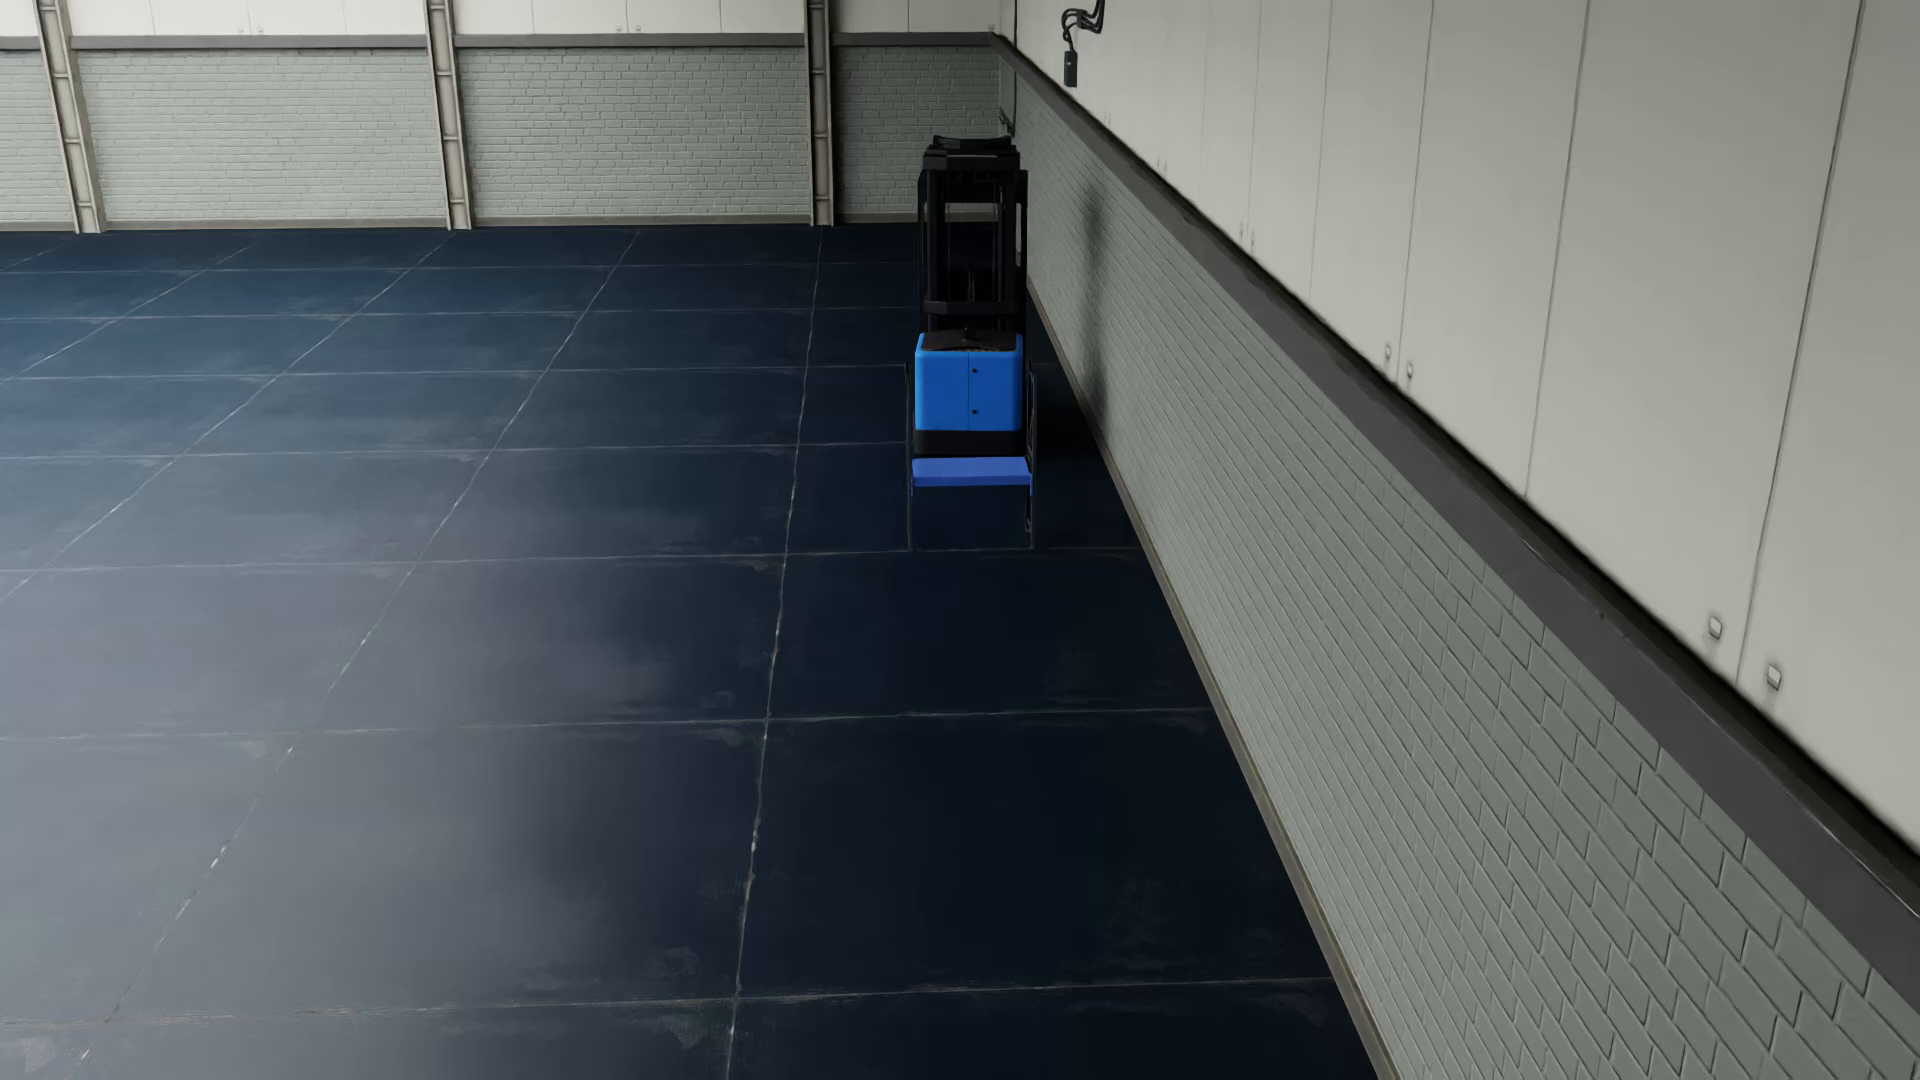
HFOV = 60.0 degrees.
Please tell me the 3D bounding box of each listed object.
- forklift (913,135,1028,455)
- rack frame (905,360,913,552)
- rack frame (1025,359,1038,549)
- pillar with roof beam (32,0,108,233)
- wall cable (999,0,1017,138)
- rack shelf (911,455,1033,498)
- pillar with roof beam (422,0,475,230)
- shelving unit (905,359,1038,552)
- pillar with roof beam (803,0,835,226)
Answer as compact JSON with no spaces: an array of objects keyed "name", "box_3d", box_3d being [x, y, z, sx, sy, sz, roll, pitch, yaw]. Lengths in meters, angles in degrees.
[{"name":"forklift","box_3d":[0.134,-2.661,16.922,1.130,2.935,3.031,1,21,2]},{"name":"rack frame","box_3d":[-0.422,-0.692,13.763,0.032,1.500,0.500,-1,21,-3]},{"name":"rack frame","box_3d":[0.593,-0.713,13.817,0.032,1.500,0.500,-1,21,-3]},{"name":"pillar with roof beam","box_3d":[-14.051,-7.757,21.780,0.400,9.000,9.100,-1,21,-3]},{"name":"wall cable","box_3d":[0.700,-7.669,25.913,0.112,2.526,3.097,-1,21,-3]},{"name":"rack shelf","box_3d":[0.085,-0.535,13.854,1.000,0.185,0.538,-1,21,-3]},{"name":"pillar with roof beam","box_3d":[-8.061,-7.879,22.100,0.400,9.000,9.100,-1,21,-3]},{"name":"shelving unit","box_3d":[0.085,-0.703,13.790,1.048,1.500,0.538,-1,21,-3]},{"name":"pillar with roof beam","box_3d":[-2.071,-8.001,22.421,0.400,9.000,9.100,-1,21,-3]}]
